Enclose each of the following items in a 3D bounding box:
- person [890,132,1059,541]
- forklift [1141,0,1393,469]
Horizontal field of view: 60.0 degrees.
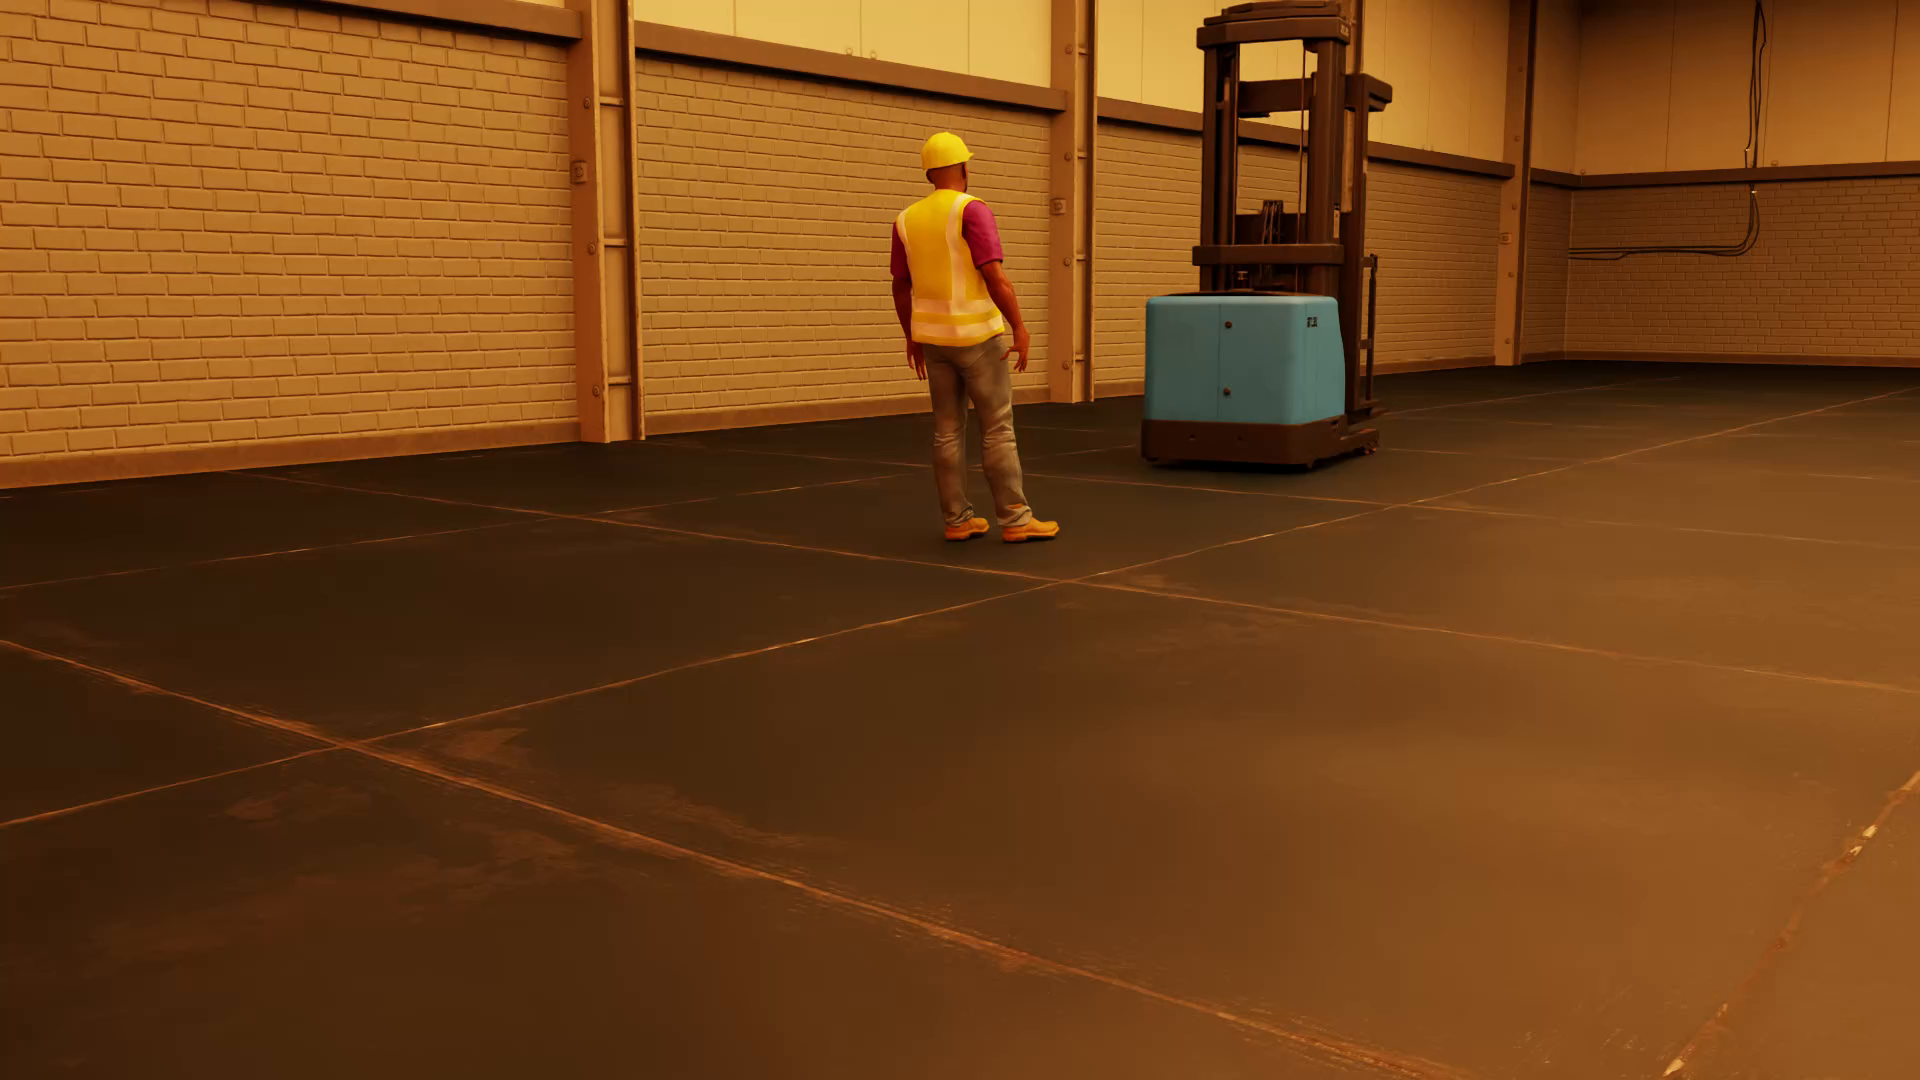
[{"bbox_3d":[0.048,-0.888,7.325,0.665,1.765,0.577,7,11,38],"label":"person"},{"bbox_3d":[2.272,-2.059,11.351,1.130,2.935,3.031,4,9,27],"label":"forklift"}]
